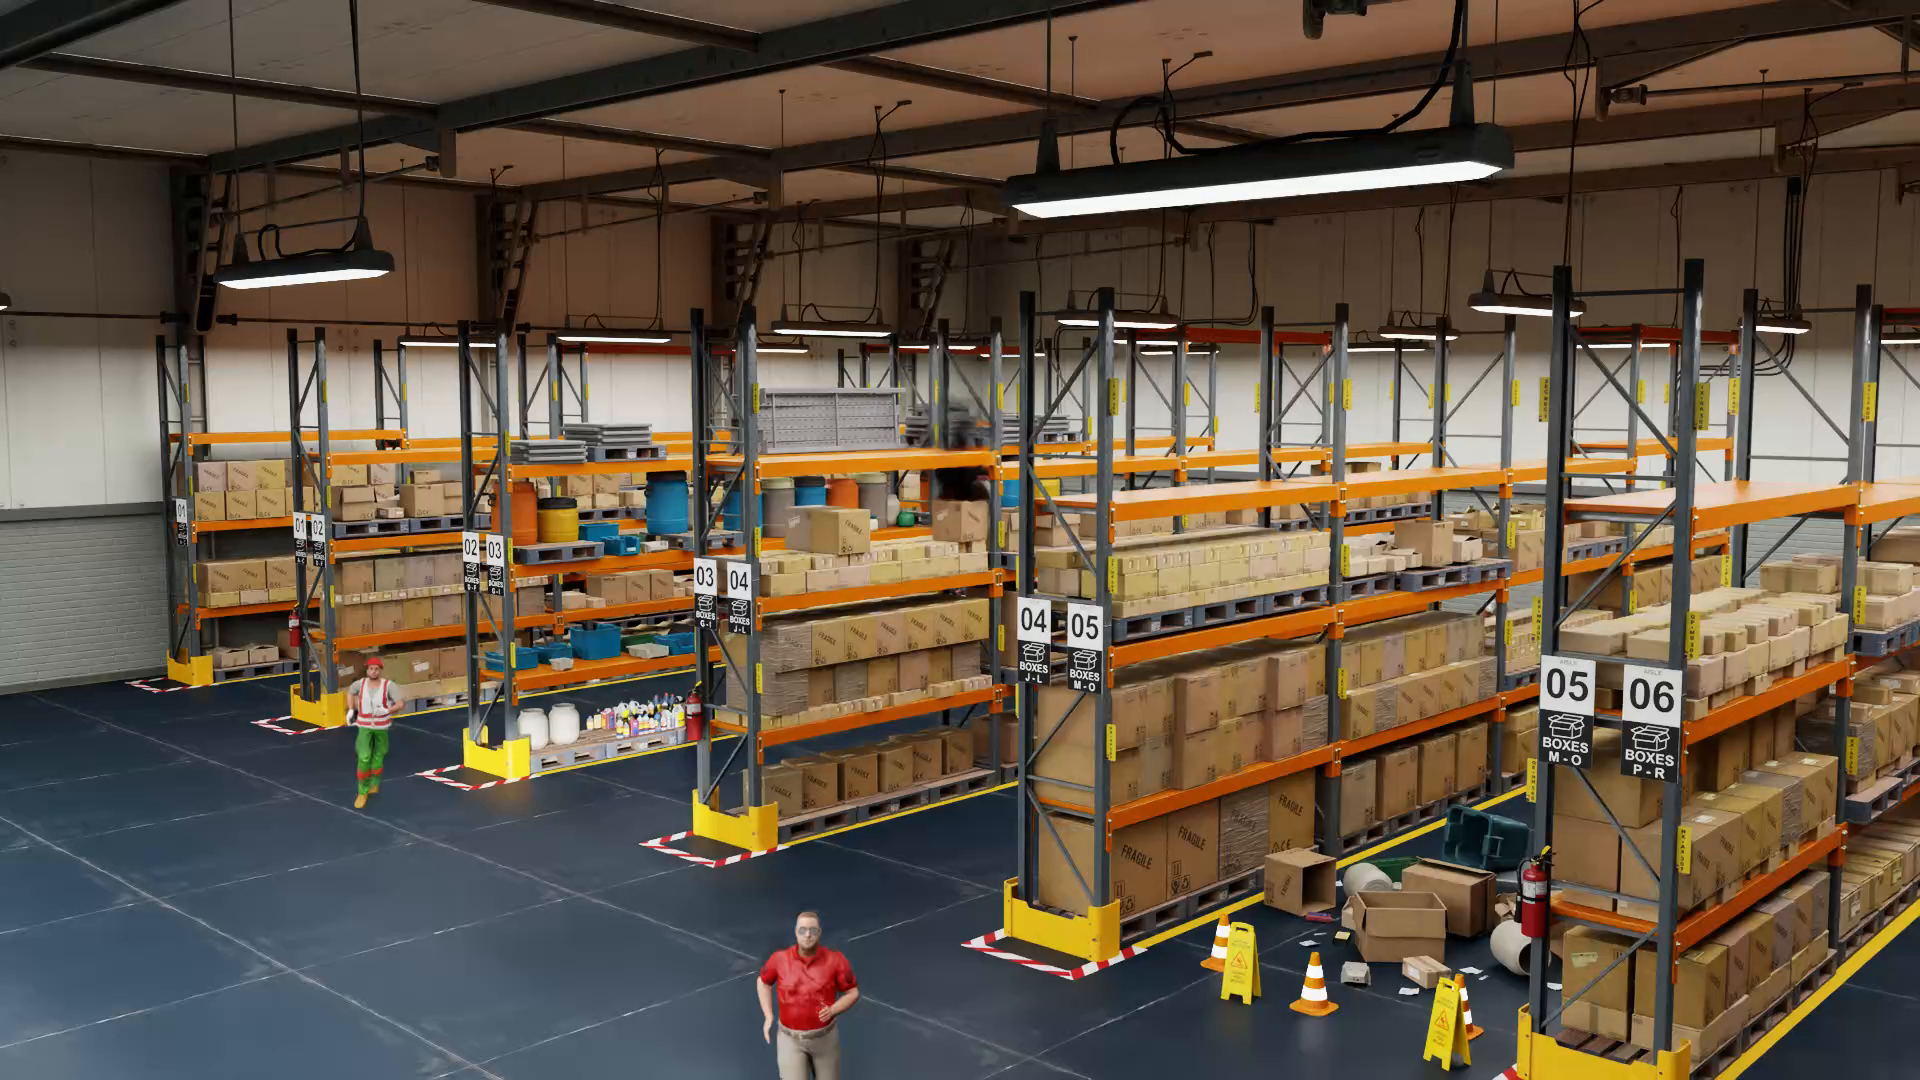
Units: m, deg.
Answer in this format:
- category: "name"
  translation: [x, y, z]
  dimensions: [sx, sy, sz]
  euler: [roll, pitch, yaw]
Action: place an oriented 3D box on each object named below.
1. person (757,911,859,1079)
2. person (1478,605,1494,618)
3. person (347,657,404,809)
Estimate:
- category: "person"
  translation: [-0.999, 3.284, 10.933]
  dimensions: [0.674, 1.696, 0.901]
  euler: [-1, 5, -5]
- category: "person"
  translation: [8.227, 1.870, 25.738]
  dimensions: [0.741, 1.765, 0.657]
  euler: [-4, 7, -36]
- category: "person"
  translation: [-7.240, 2.348, 20.595]
  dimensions: [0.666, 1.829, 0.725]
  euler: [-2, 6, -18]
